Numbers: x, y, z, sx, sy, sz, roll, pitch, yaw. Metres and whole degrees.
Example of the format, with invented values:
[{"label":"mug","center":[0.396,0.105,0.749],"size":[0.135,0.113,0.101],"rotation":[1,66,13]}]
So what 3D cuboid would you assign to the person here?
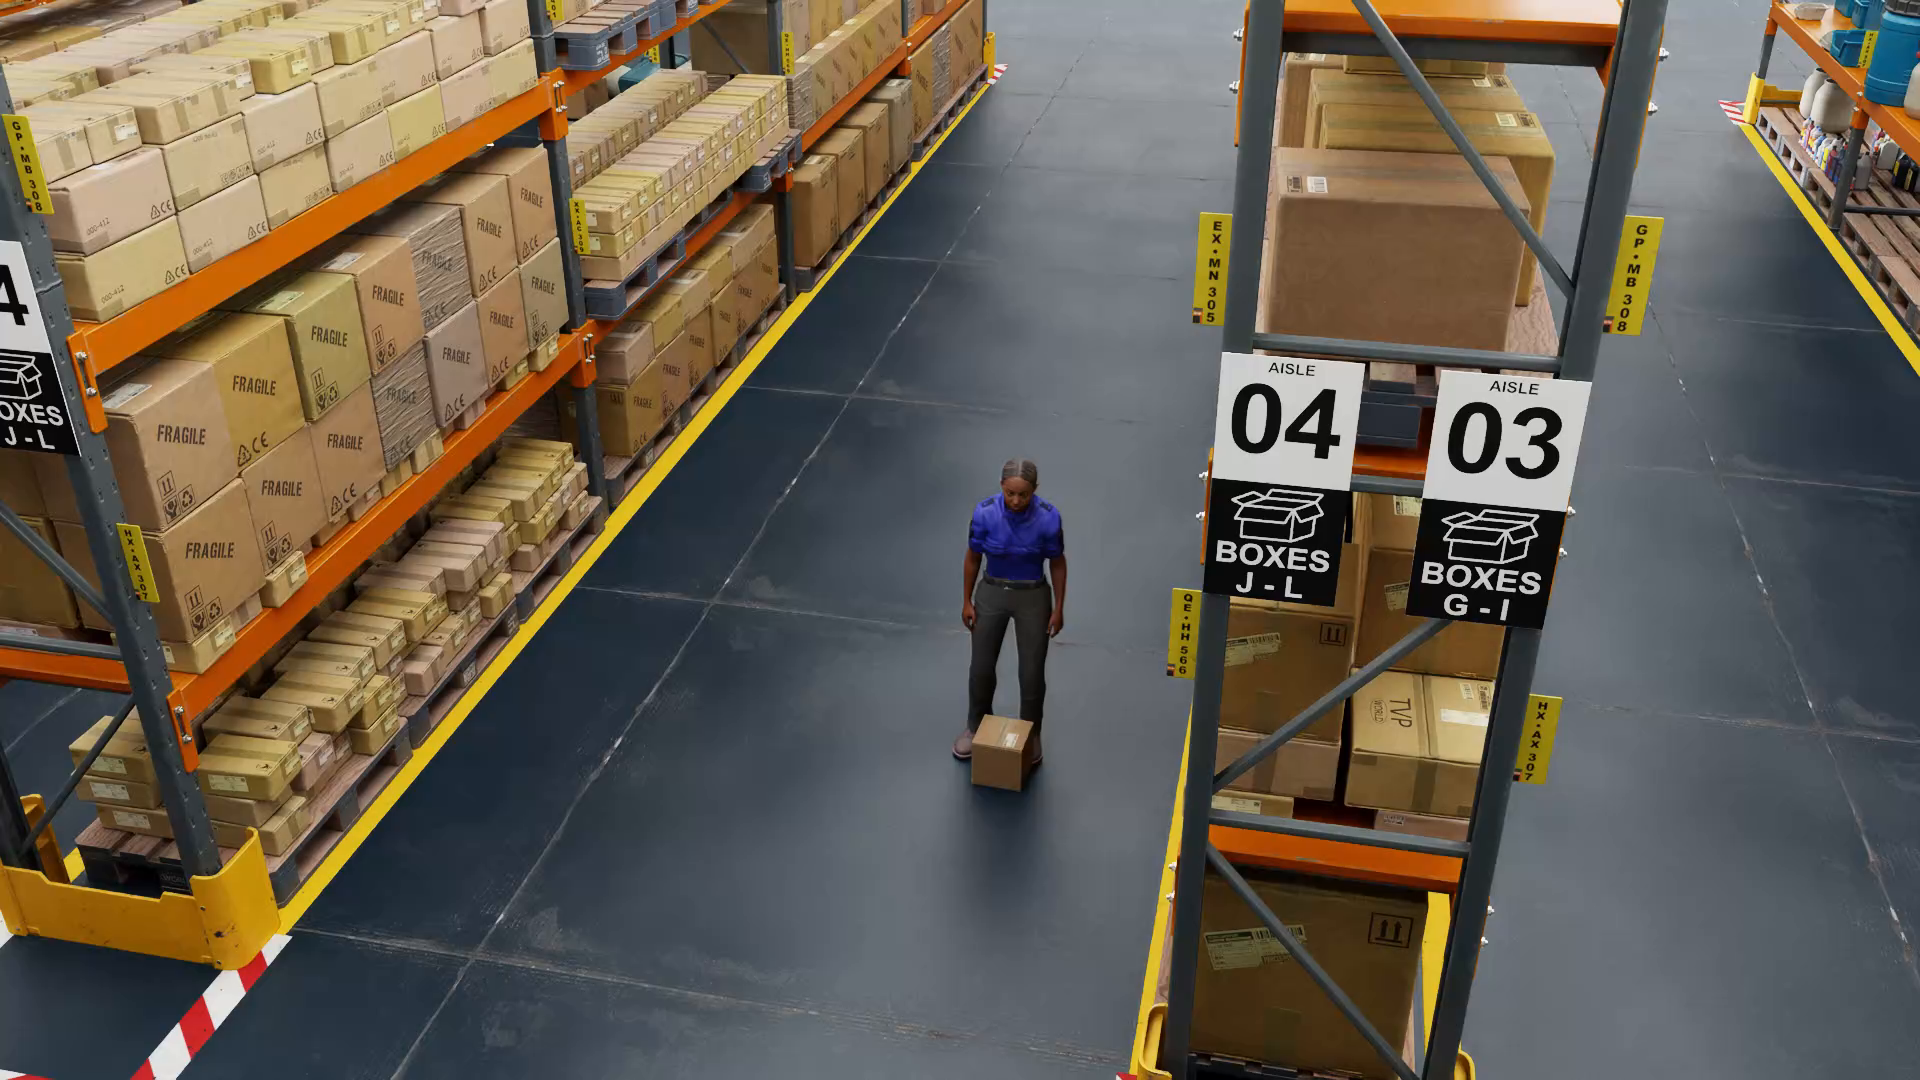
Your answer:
[{"label":"person","center":[0.243,0.325,8.045],"size":[0.533,1.639,0.352],"rotation":[4,29,7]}]
